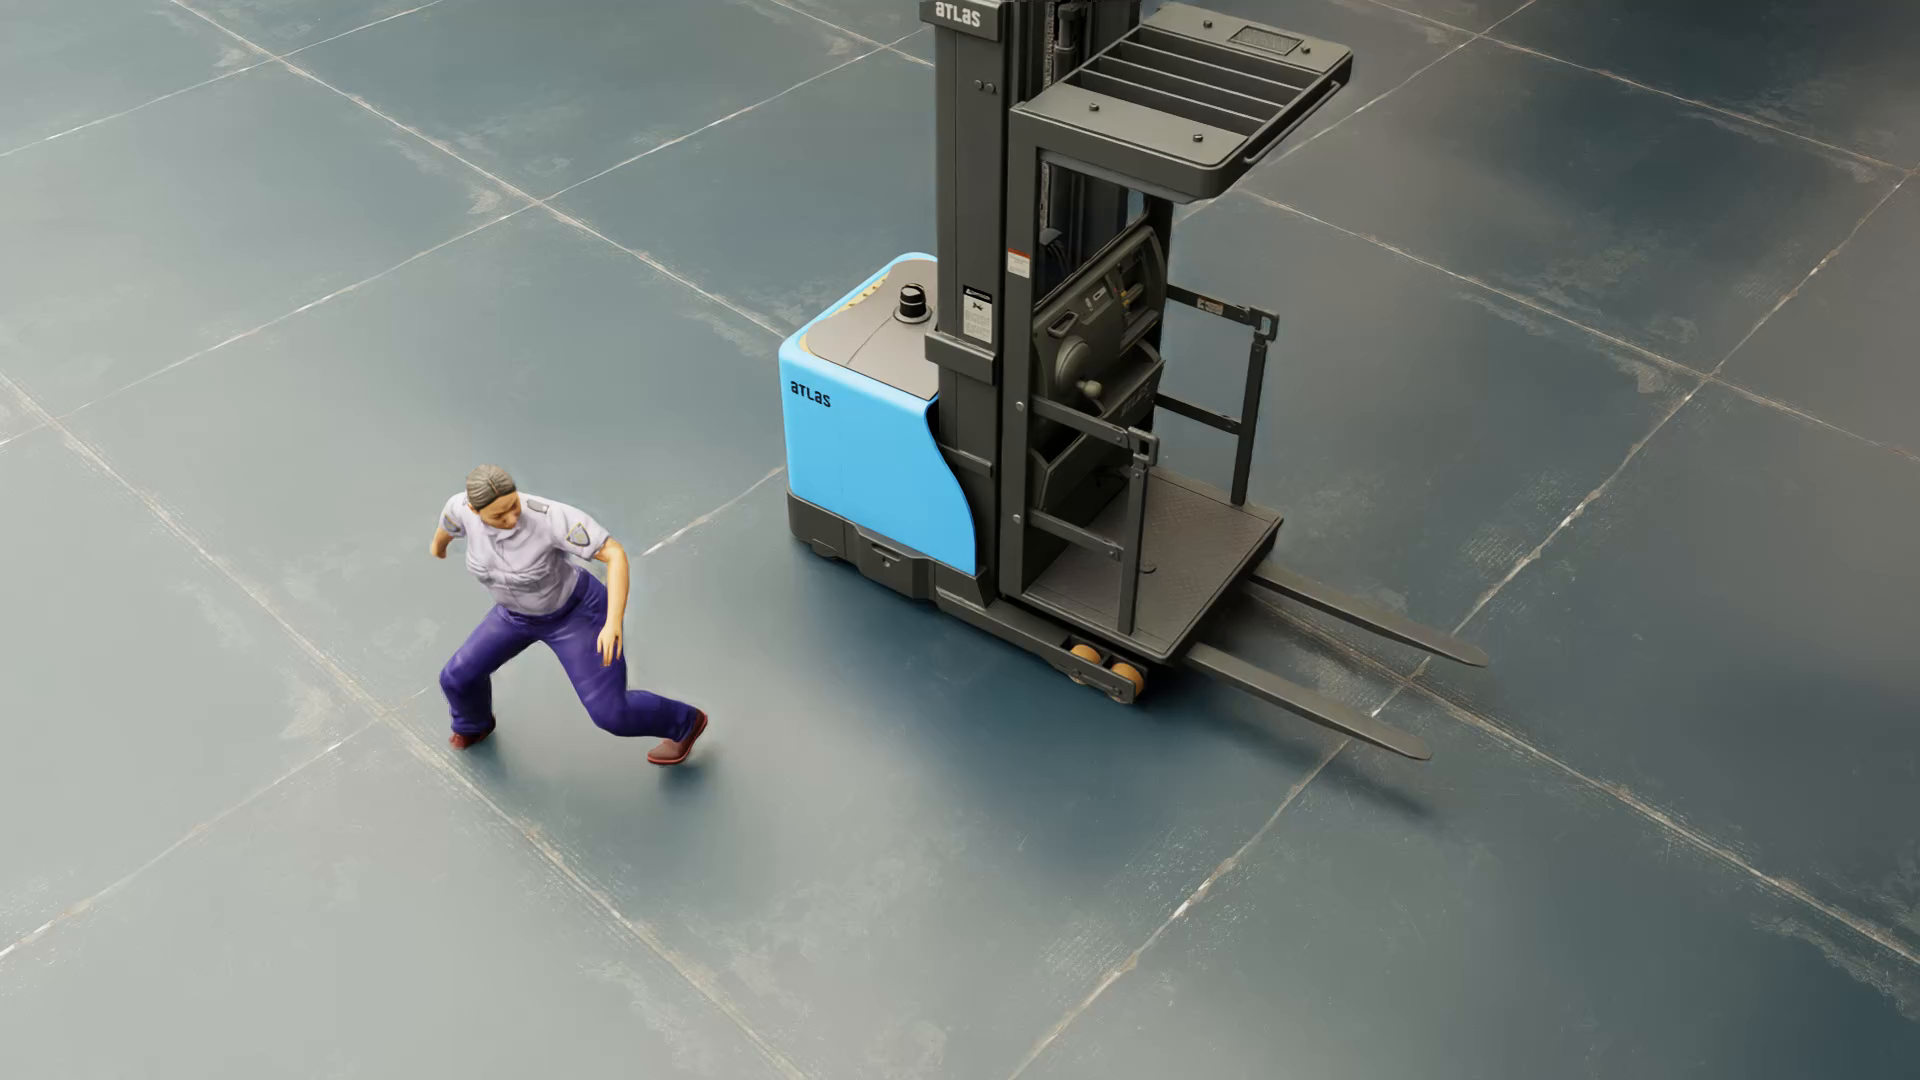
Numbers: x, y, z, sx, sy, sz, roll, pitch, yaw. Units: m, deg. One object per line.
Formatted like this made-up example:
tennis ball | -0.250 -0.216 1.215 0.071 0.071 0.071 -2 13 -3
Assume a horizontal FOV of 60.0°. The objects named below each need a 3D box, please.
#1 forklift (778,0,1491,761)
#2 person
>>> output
forklift | 0.724 -0.833 6.399 3.031 2.935 1.130 24 46 25
person | -1.607 0.296 6.261 1.125 1.579 0.526 16 43 18
